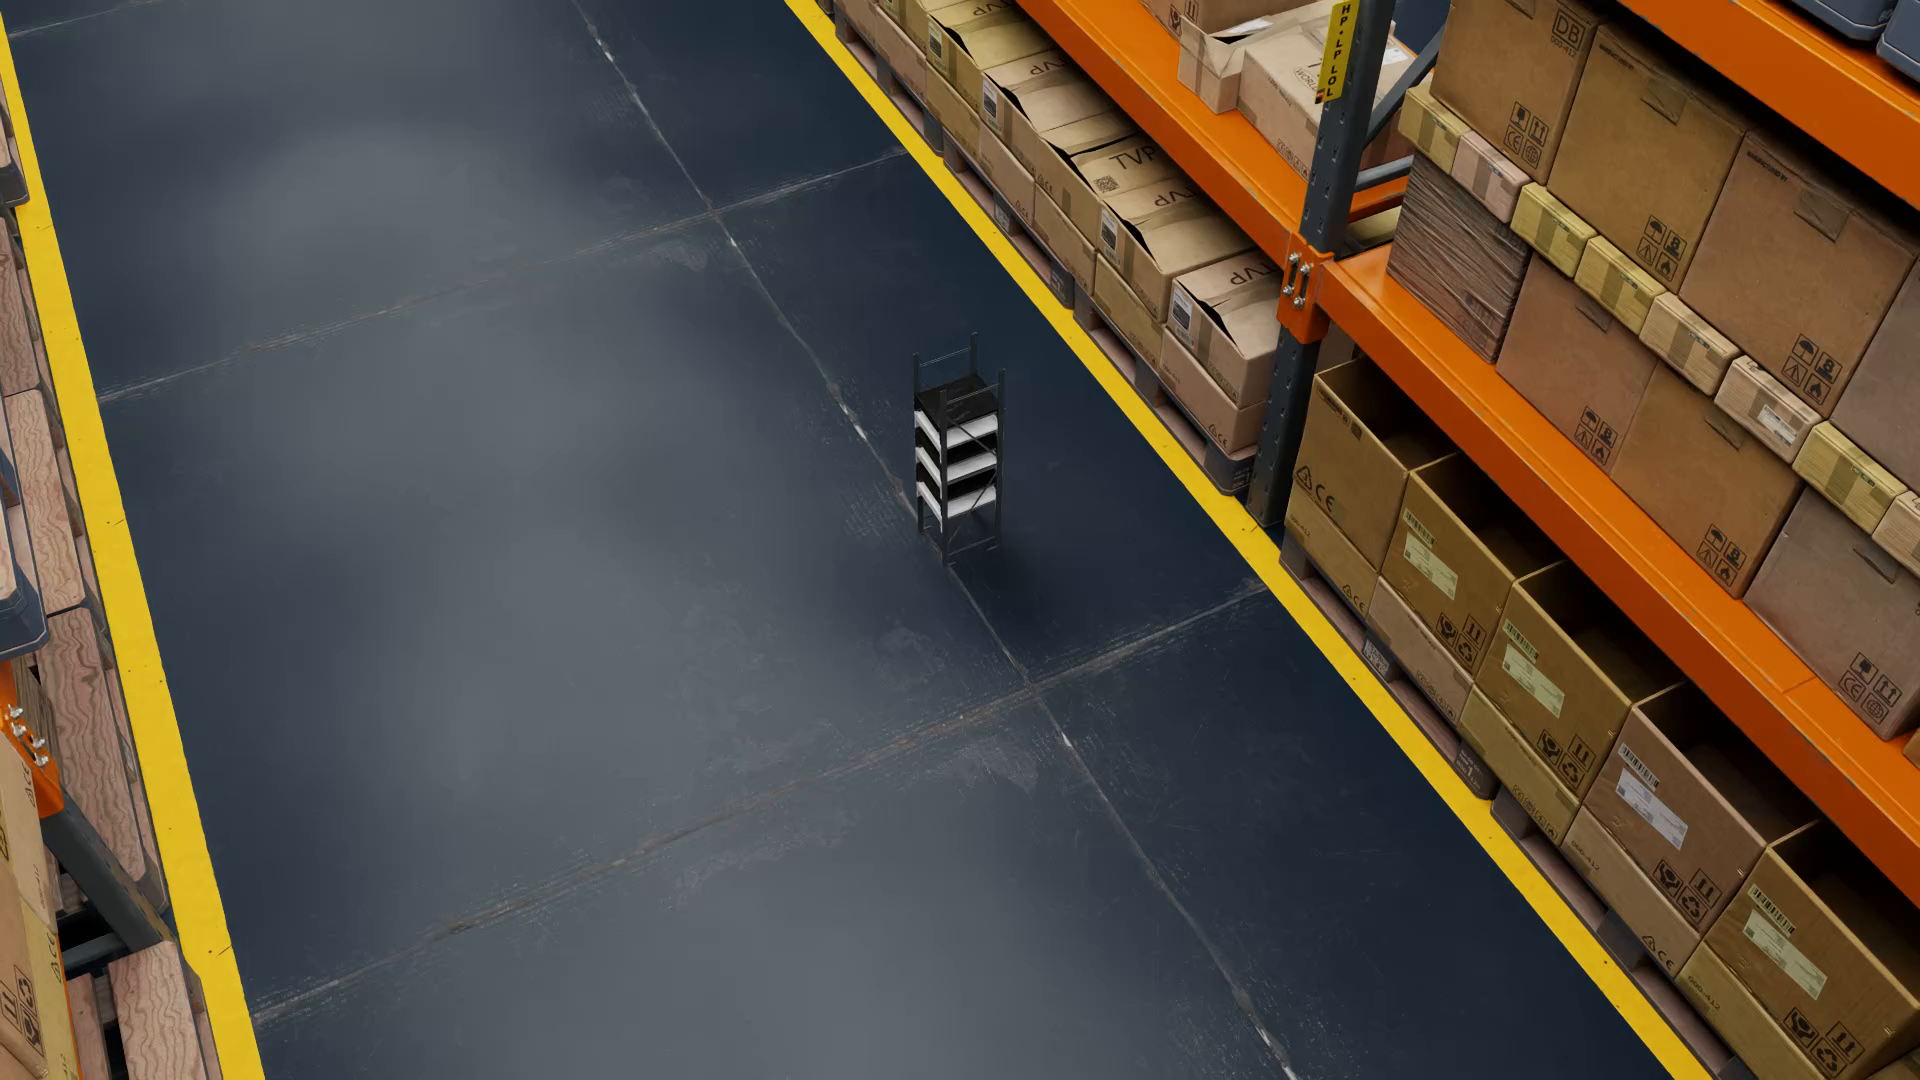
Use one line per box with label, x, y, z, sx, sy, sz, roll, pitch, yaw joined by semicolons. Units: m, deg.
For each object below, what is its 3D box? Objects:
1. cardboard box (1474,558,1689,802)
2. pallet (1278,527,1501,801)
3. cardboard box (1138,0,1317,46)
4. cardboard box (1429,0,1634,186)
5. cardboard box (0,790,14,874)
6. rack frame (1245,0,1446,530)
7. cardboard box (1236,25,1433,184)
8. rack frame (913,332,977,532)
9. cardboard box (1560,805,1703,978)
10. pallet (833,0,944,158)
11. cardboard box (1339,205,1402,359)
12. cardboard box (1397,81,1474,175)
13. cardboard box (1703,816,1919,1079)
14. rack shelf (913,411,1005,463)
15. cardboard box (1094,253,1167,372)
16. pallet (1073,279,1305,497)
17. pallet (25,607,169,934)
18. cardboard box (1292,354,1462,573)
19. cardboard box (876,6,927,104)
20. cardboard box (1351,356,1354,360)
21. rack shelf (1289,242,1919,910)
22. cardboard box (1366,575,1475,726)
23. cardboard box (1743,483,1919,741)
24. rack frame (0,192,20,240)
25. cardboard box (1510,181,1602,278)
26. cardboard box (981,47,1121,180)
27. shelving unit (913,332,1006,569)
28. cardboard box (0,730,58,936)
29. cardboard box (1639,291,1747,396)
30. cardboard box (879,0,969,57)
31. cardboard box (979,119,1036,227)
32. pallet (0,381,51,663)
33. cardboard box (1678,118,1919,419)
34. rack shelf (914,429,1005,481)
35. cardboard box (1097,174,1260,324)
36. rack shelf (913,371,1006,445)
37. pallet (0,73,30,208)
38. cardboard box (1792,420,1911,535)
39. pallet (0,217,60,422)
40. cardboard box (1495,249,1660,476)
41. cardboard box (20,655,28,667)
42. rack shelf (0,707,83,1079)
cardboard box;1.952;0.369;4.984;0.500;0.500;0.500;-21;52;-18
pallet;1.887;0.226;5.912;1.003;0.211;1.213;-21;52;-18
cardboard box;0.983;-2.144;6.066;0.500;0.500;0.500;-18;51;-15
cardboard box;1.769;-1.404;4.557;0.700;0.500;0.500;-21;52;-17
cardboard box;-2.351;0.476;3.429;0.500;0.500;0.500;-21;52;-18
rack frame;1.561;-1.239;5.341;1.000;3.000;0.127;-21;52;-18
cardboard box;1.297;-1.504;5.672;0.500;0.250;0.500;-18;51;-15
rack frame;-0.050;-0.370;5.976;0.240;0.900;0.006;-21;52;-18
cardboard box;2.186;0.949;4.975;0.500;0.250;0.500;-21;52;-18
pallet;0.072;-2.433;8.238;1.003;0.211;1.213;-21;52;-18
cardboard box;1.593;-1.019;6.323;0.500;0.311;0.500;-21;52;-17
cardboard box;1.512;-1.239;4.843;0.380;0.149;0.250;-21;52;-18
cardboard box;2.411;1.038;4.399;0.500;0.500;0.500;-21;52;-18
rack shelf;-0.004;-0.398;5.806;0.258;0.077;0.200;-21;52;-18
cardboard box;0.883;-0.989;6.670;0.500;0.250;0.500;-22;52;-18
pallet;1.189;-0.800;6.810;1.003;0.211;1.213;-21;52;-18
pallet;-3.200;0.868;5.351;1.003;0.211;1.213;-21;52;-18
cardboard box;1.495;-0.300;5.569;0.500;0.500;0.500;-21;52;-18
cardboard box;-0.060;-2.361;7.870;0.500;0.250;0.500;-23;53;-19
cardboard box;1.597;-0.827;6.528;0.500;0.250;0.500;-22;52;-18
rack shelf;2.476;0.337;4.441;1.077;0.370;4.000;-21;52;-18
cardboard box;1.728;0.280;5.560;0.500;0.250;0.500;-21;52;-18
cardboard box;2.478;0.054;4.144;0.700;0.500;0.500;-20;52;-16
rack frame;-4.673;-2.207;6.188;1.000;3.000;0.127;-21;52;-18
cardboard box;1.746;-0.898;4.546;0.380;0.149;0.250;-22;53;-18
cardboard box;0.424;-1.847;7.048;0.500;0.311;0.500;-22;52;-18
shelving unit;-0.004;-0.302;5.916;0.258;0.900;0.210;-21;52;-18
cardboard box;-2.356;0.726;3.709;0.500;0.250;0.500;-21;52;-17
cardboard box;1.980;-0.555;4.245;0.380;0.149;0.250;-23;53;-19
cardboard box;-0.043;-2.533;7.648;0.500;0.311;0.500;-22;52;-18
cardboard box;0.417;-1.672;7.267;0.500;0.250;0.500;-20;52;-17
pallet;-3.063;-0.028;4.409;1.003;0.211;1.213;-21;52;-18
cardboard box;2.230;-0.731;3.968;0.700;0.500;0.500;-21;52;-18
rack shelf;-0.004;-0.339;5.873;0.258;0.077;0.200;-21;52;-18
cardboard box;0.877;-1.175;6.460;0.500;0.311;0.500;-20;52;-17
rack shelf;-0.004;-0.458;5.738;0.258;0.077;0.200;-21;52;-18
pallet;-4.966;-1.843;7.721;1.003;0.211;1.213;-21;52;-18
cardboard box;2.224;-0.203;3.937;0.380;0.149;0.250;-22;52;-18
pallet;-4.316;-0.765;6.779;1.003;0.211;1.213;-21;52;-18
cardboard box;2.017;-0.626;4.738;0.700;0.500;0.500;-22;52;-18
cardboard box;-3.475;0.333;5.335;0.700;0.500;0.500;-22;52;-18
rack shelf;-1.927;2.046;2.946;1.077;0.370;4.000;-21;52;-18
